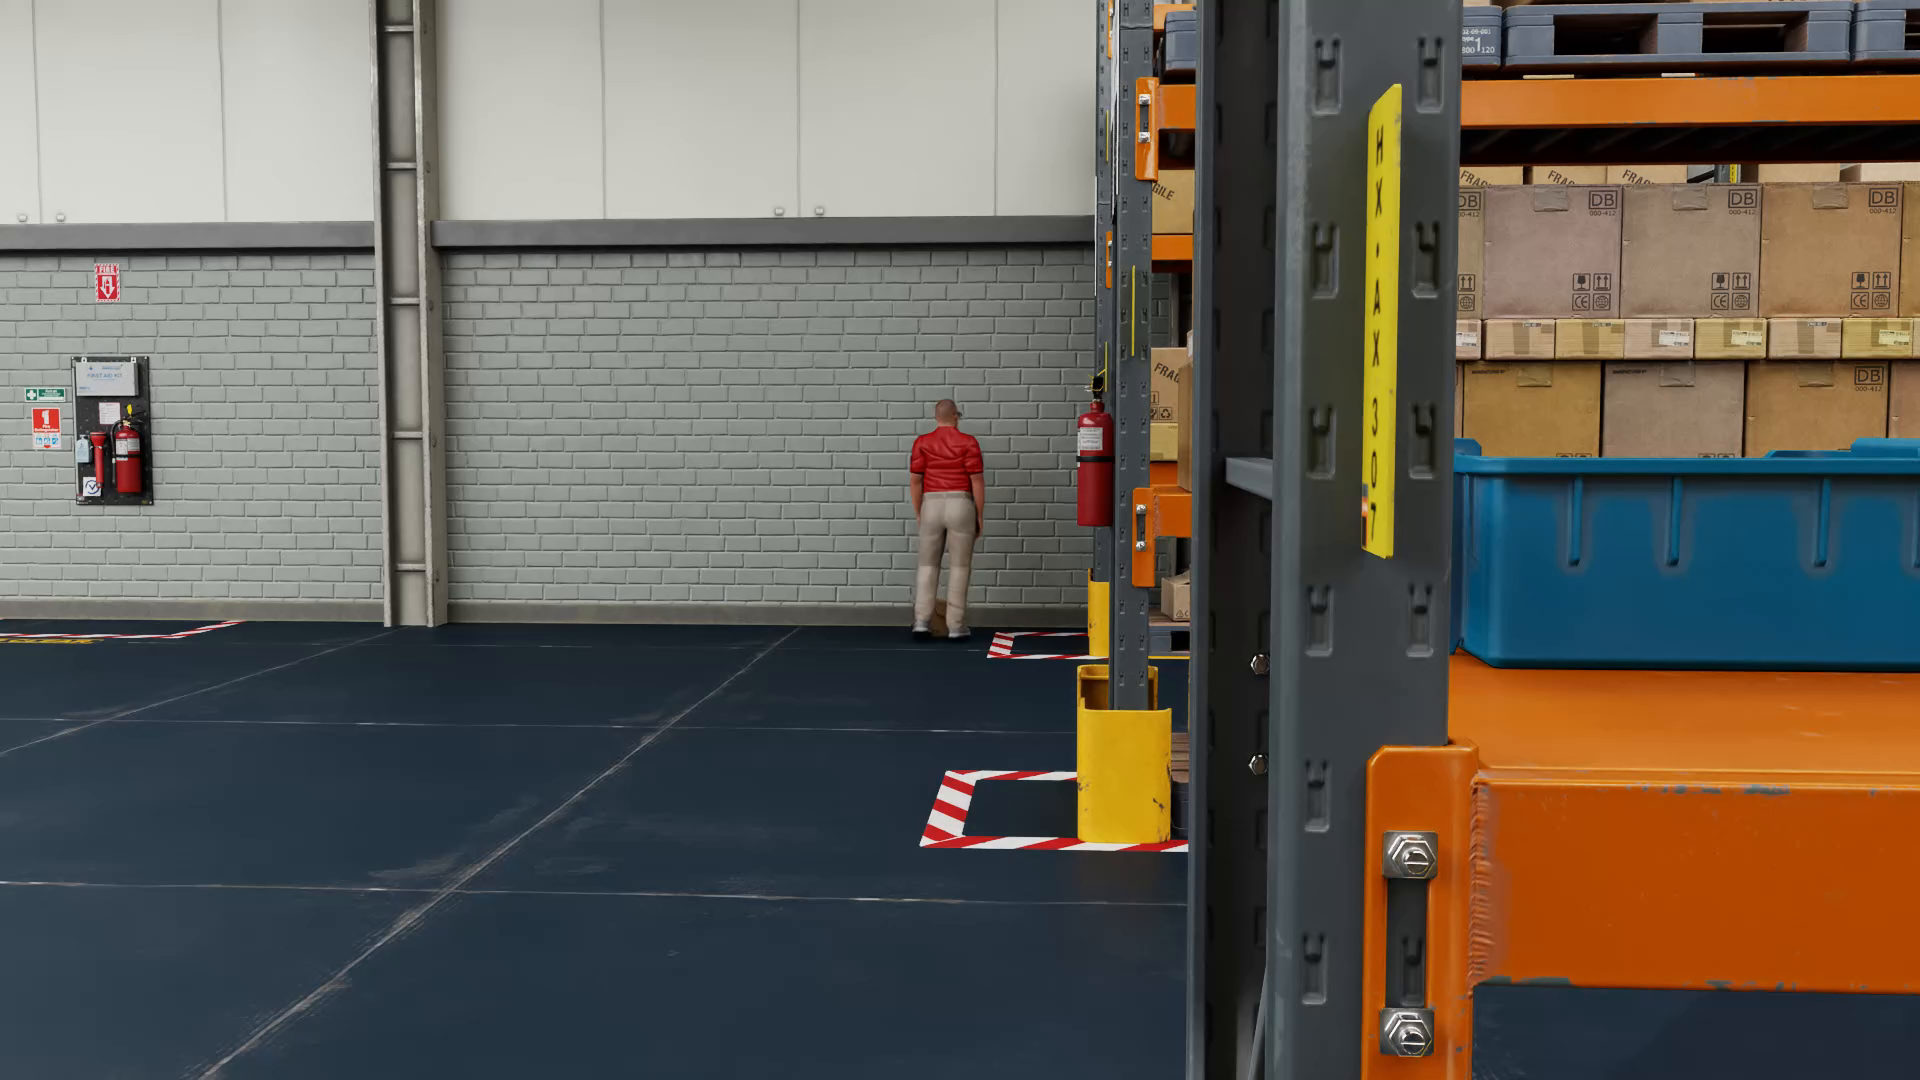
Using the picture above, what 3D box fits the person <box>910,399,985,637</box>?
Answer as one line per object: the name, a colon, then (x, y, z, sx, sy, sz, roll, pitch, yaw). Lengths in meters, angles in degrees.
person: (-0.092, -0.159, 12.014, 0.552, 1.717, 0.424, 1, 4, 11)
